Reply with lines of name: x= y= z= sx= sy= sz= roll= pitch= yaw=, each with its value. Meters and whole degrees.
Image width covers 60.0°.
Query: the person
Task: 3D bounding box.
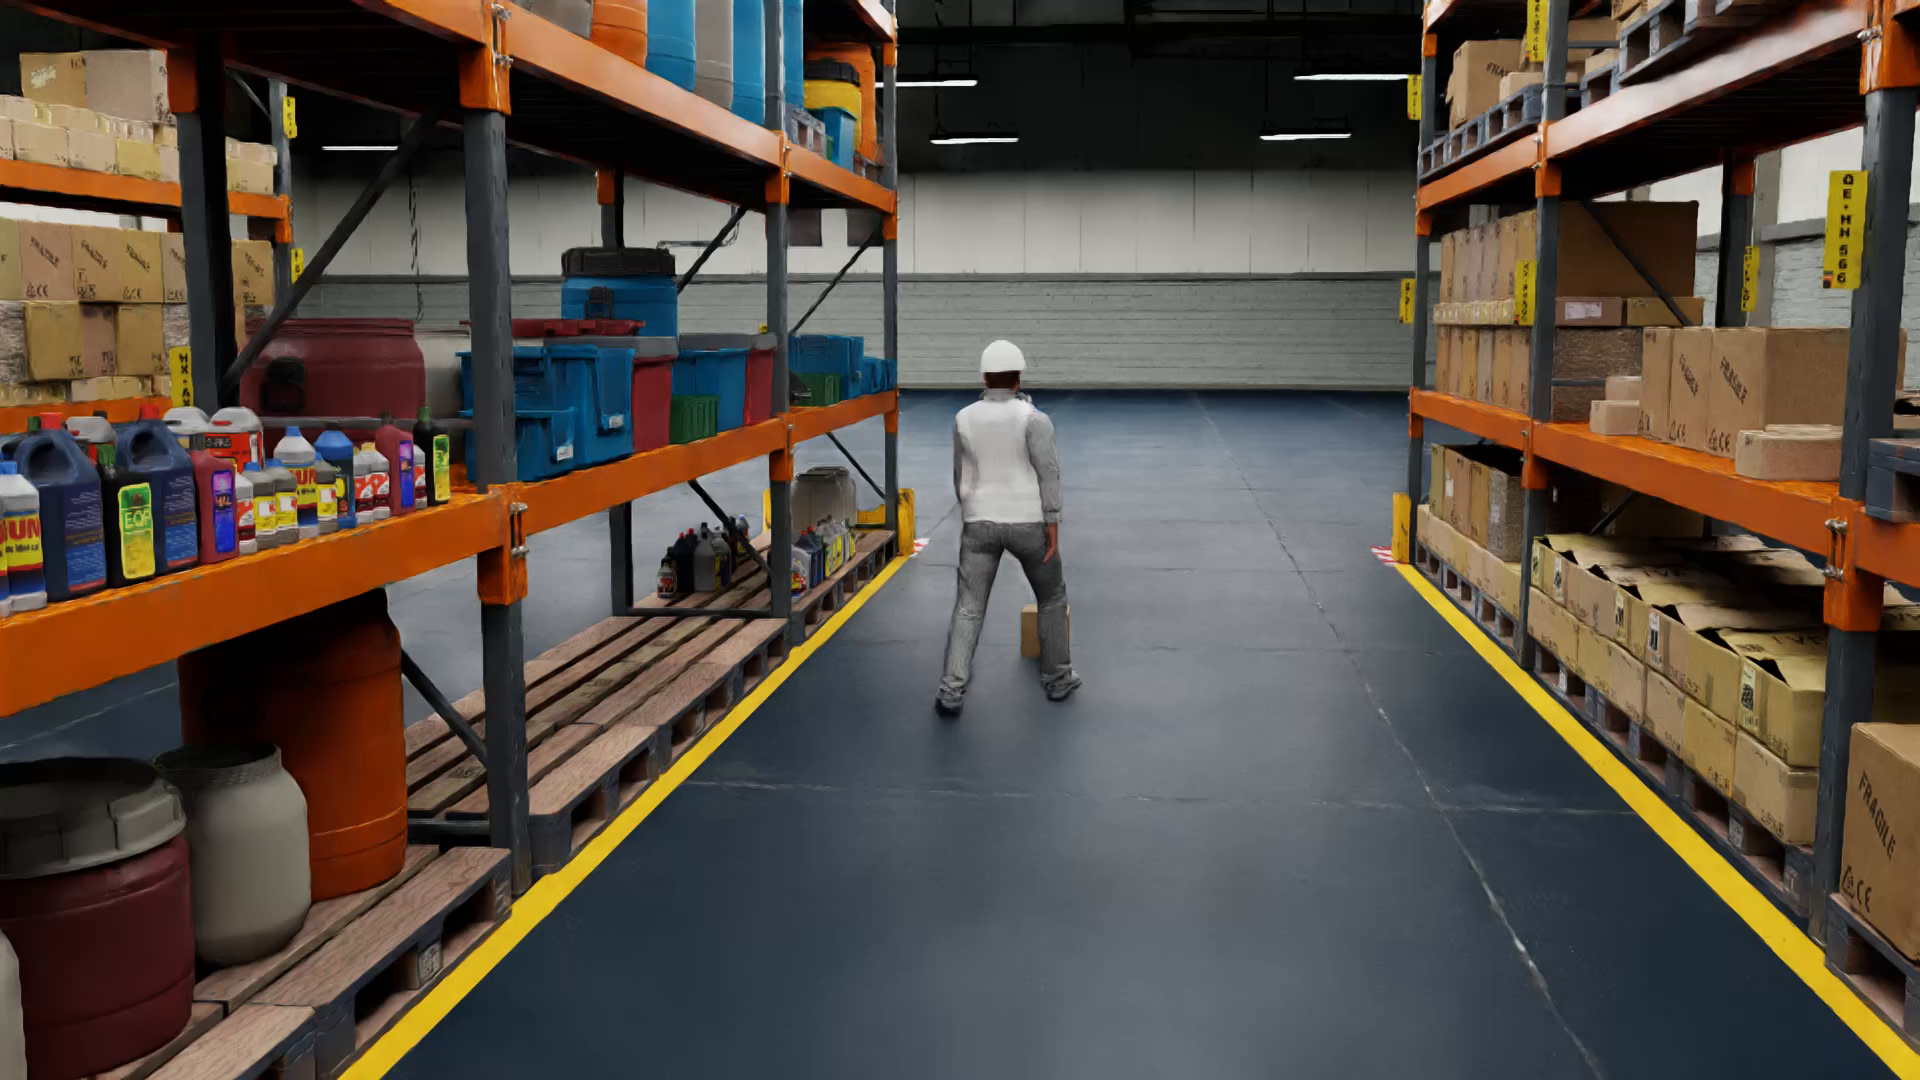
person: x=0.224 y=-0.082 z=7.951 sx=0.594 sy=1.733 sz=0.802 roll=2 pitch=8 yaw=17
